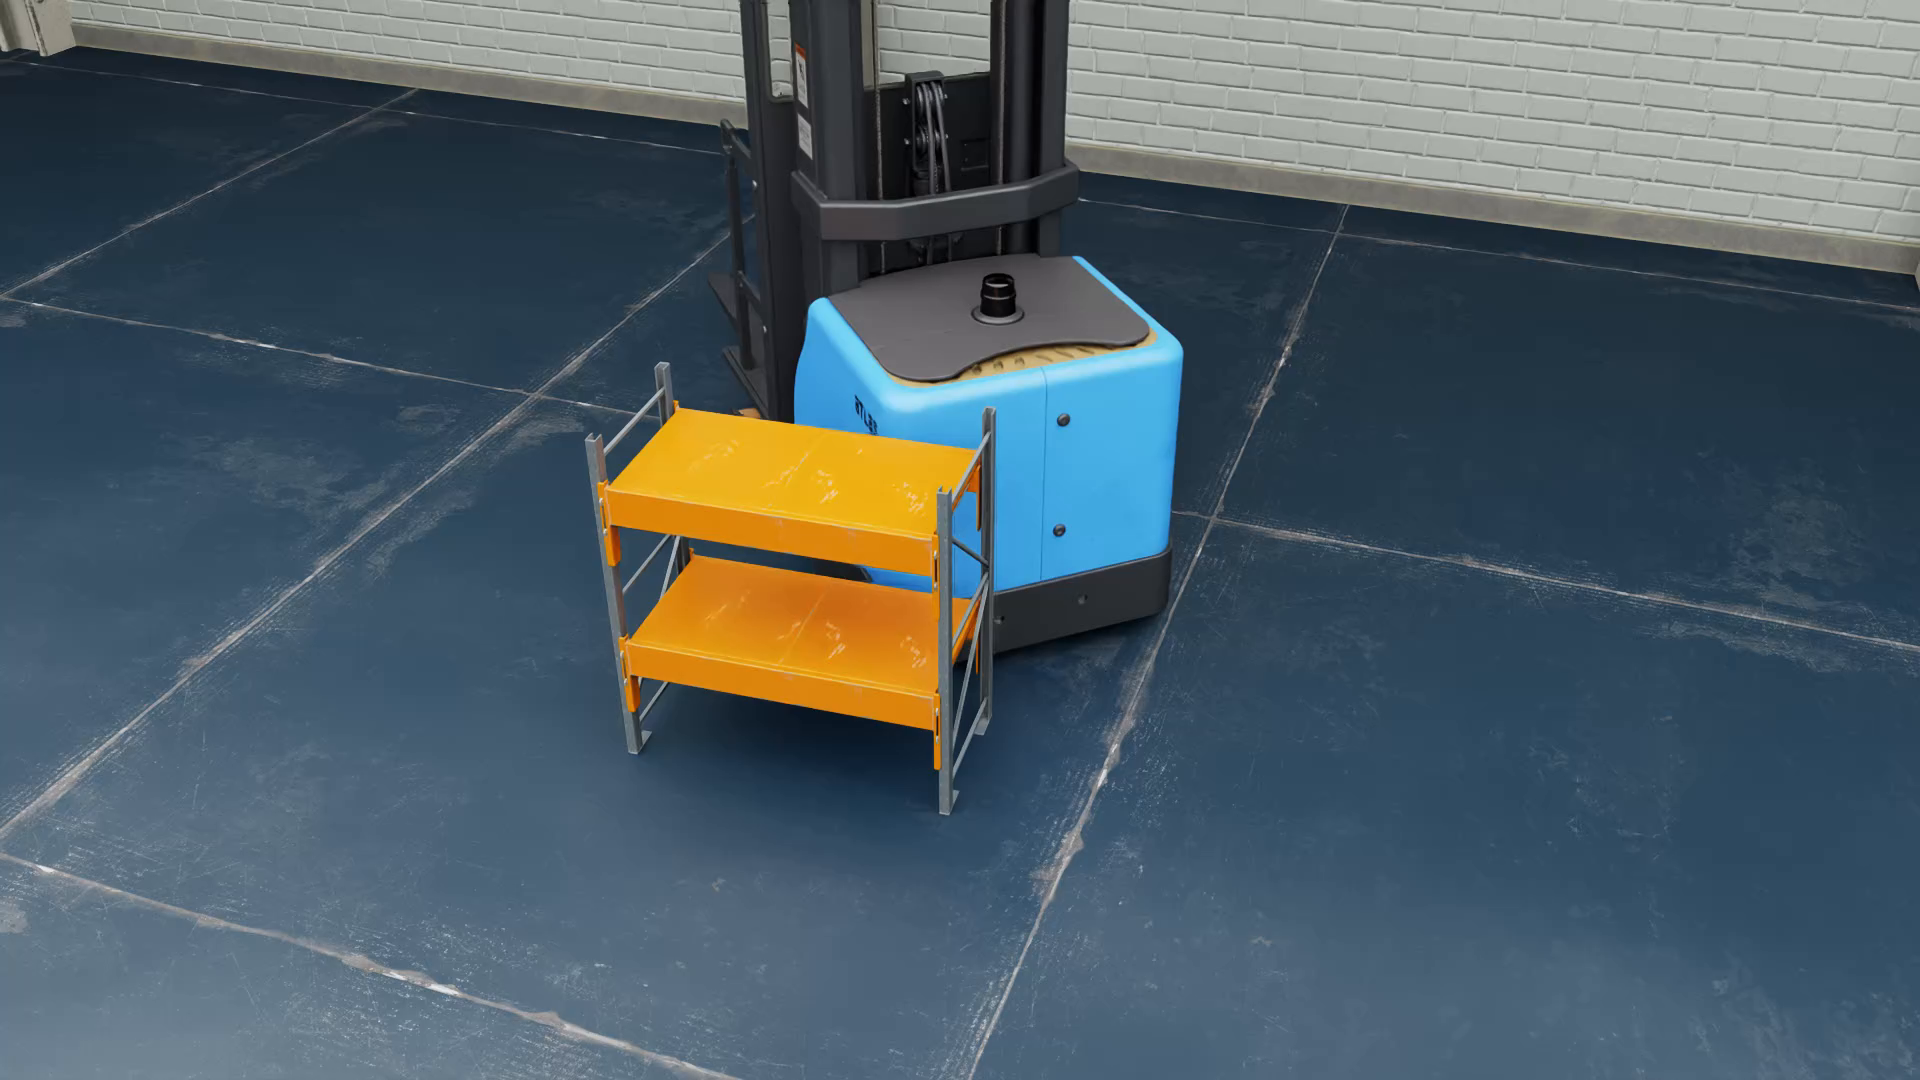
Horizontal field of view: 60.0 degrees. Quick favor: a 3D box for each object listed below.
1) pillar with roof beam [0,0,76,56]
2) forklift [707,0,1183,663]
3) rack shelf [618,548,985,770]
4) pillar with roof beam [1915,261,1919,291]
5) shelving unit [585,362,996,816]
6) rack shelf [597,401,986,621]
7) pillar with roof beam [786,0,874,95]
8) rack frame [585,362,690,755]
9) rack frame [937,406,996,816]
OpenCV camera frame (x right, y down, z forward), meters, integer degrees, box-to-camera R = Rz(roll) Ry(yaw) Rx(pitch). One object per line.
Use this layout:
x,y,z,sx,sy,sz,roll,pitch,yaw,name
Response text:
-7.836,-5.004,5.703,0.400,9.000,9.100,11,34,16,pillar with roof beam
-0.296,-1.588,6.008,1.130,2.935,3.031,-12,35,-18,forklift
-0.468,0.350,5.122,1.000,0.278,0.538,9,34,13,rack shelf
3.460,-2.808,2.302,0.400,9.000,9.100,11,34,16,pillar with roof beam
-0.468,0.144,4.989,1.048,1.125,0.538,9,34,13,shelving unit
-0.468,-0.101,4.830,1.000,0.278,0.538,9,34,13,rack shelf
-2.188,-3.906,4.003,0.400,9.000,9.100,11,34,16,pillar with roof beam
-0.956,0.068,5.107,0.032,1.125,0.500,9,34,13,rack frame
0.021,0.221,4.871,0.032,1.125,0.500,9,34,13,rack frame
